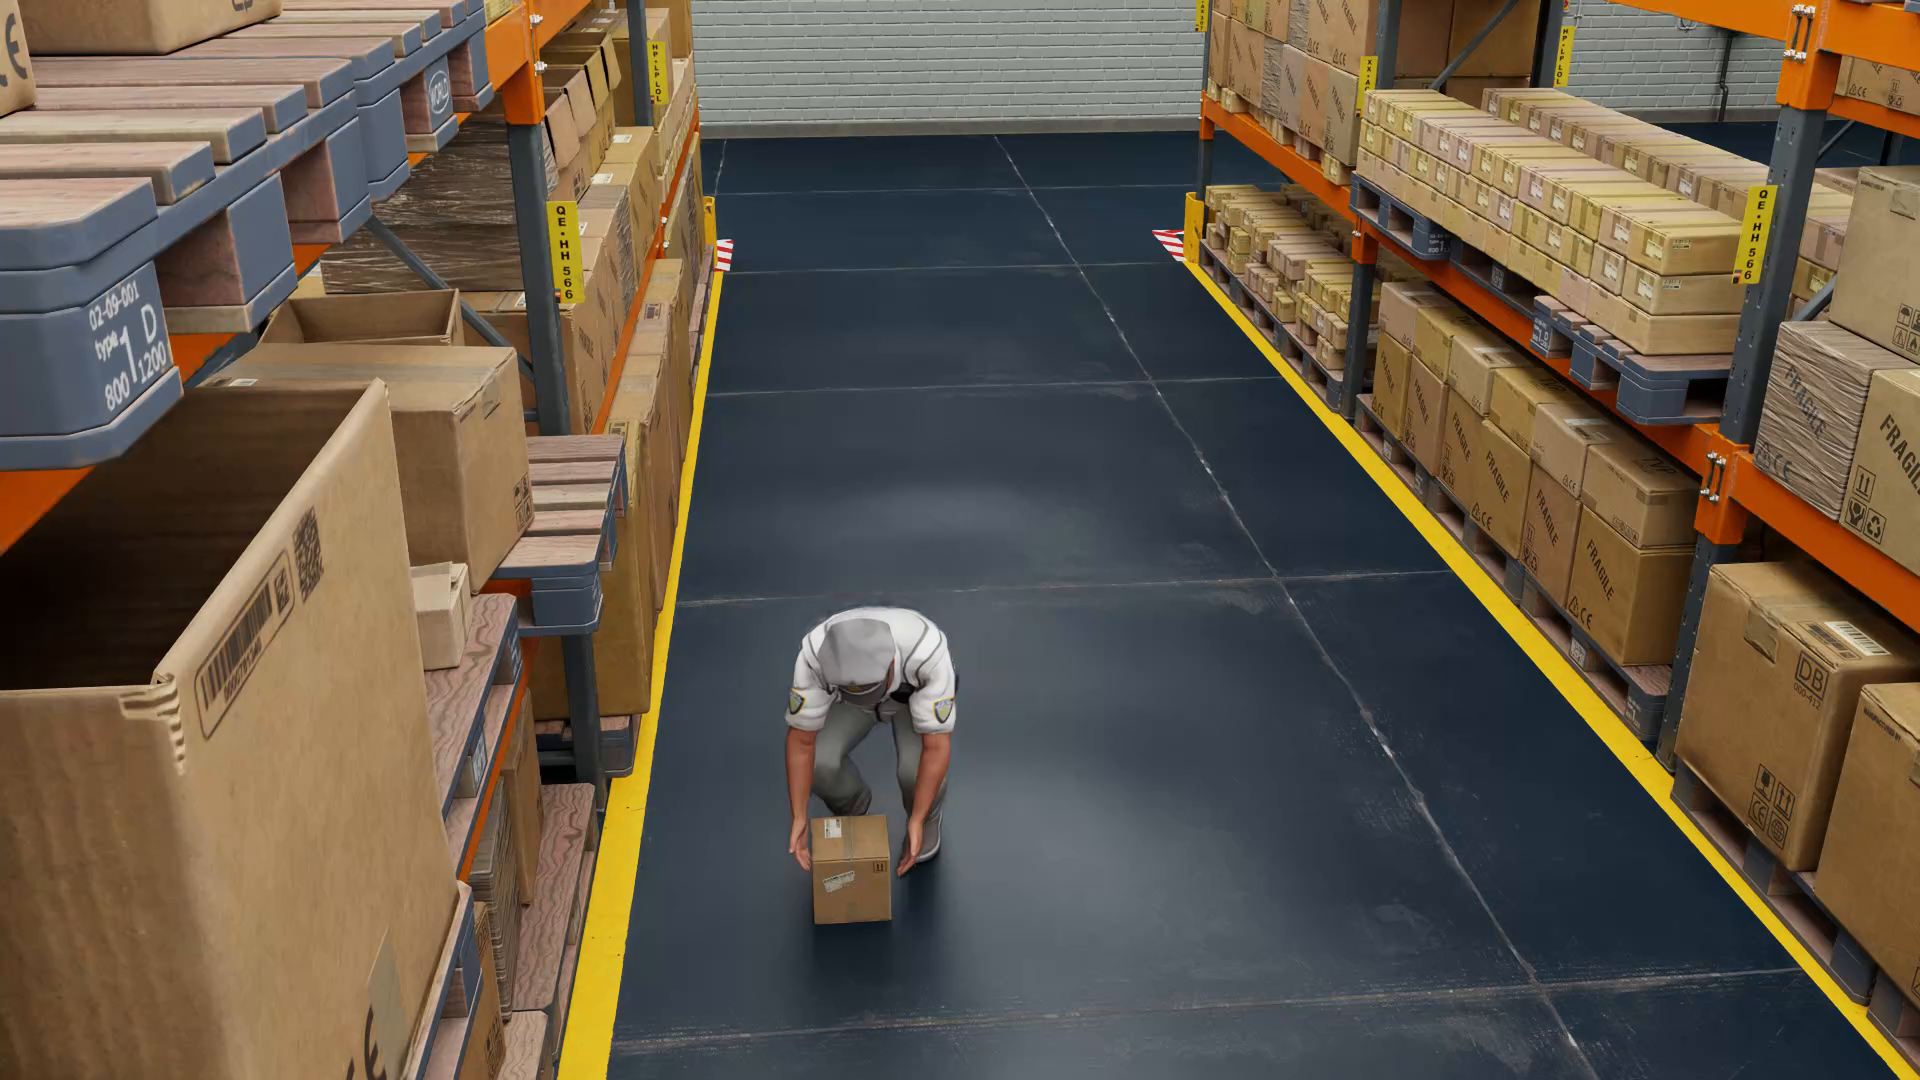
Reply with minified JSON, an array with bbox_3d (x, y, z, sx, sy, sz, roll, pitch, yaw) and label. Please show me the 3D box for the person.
[{"bbox_3d":[-0.262,0.612,5.568,0.563,1.053,0.938,5,24,12],"label":"person"}]
